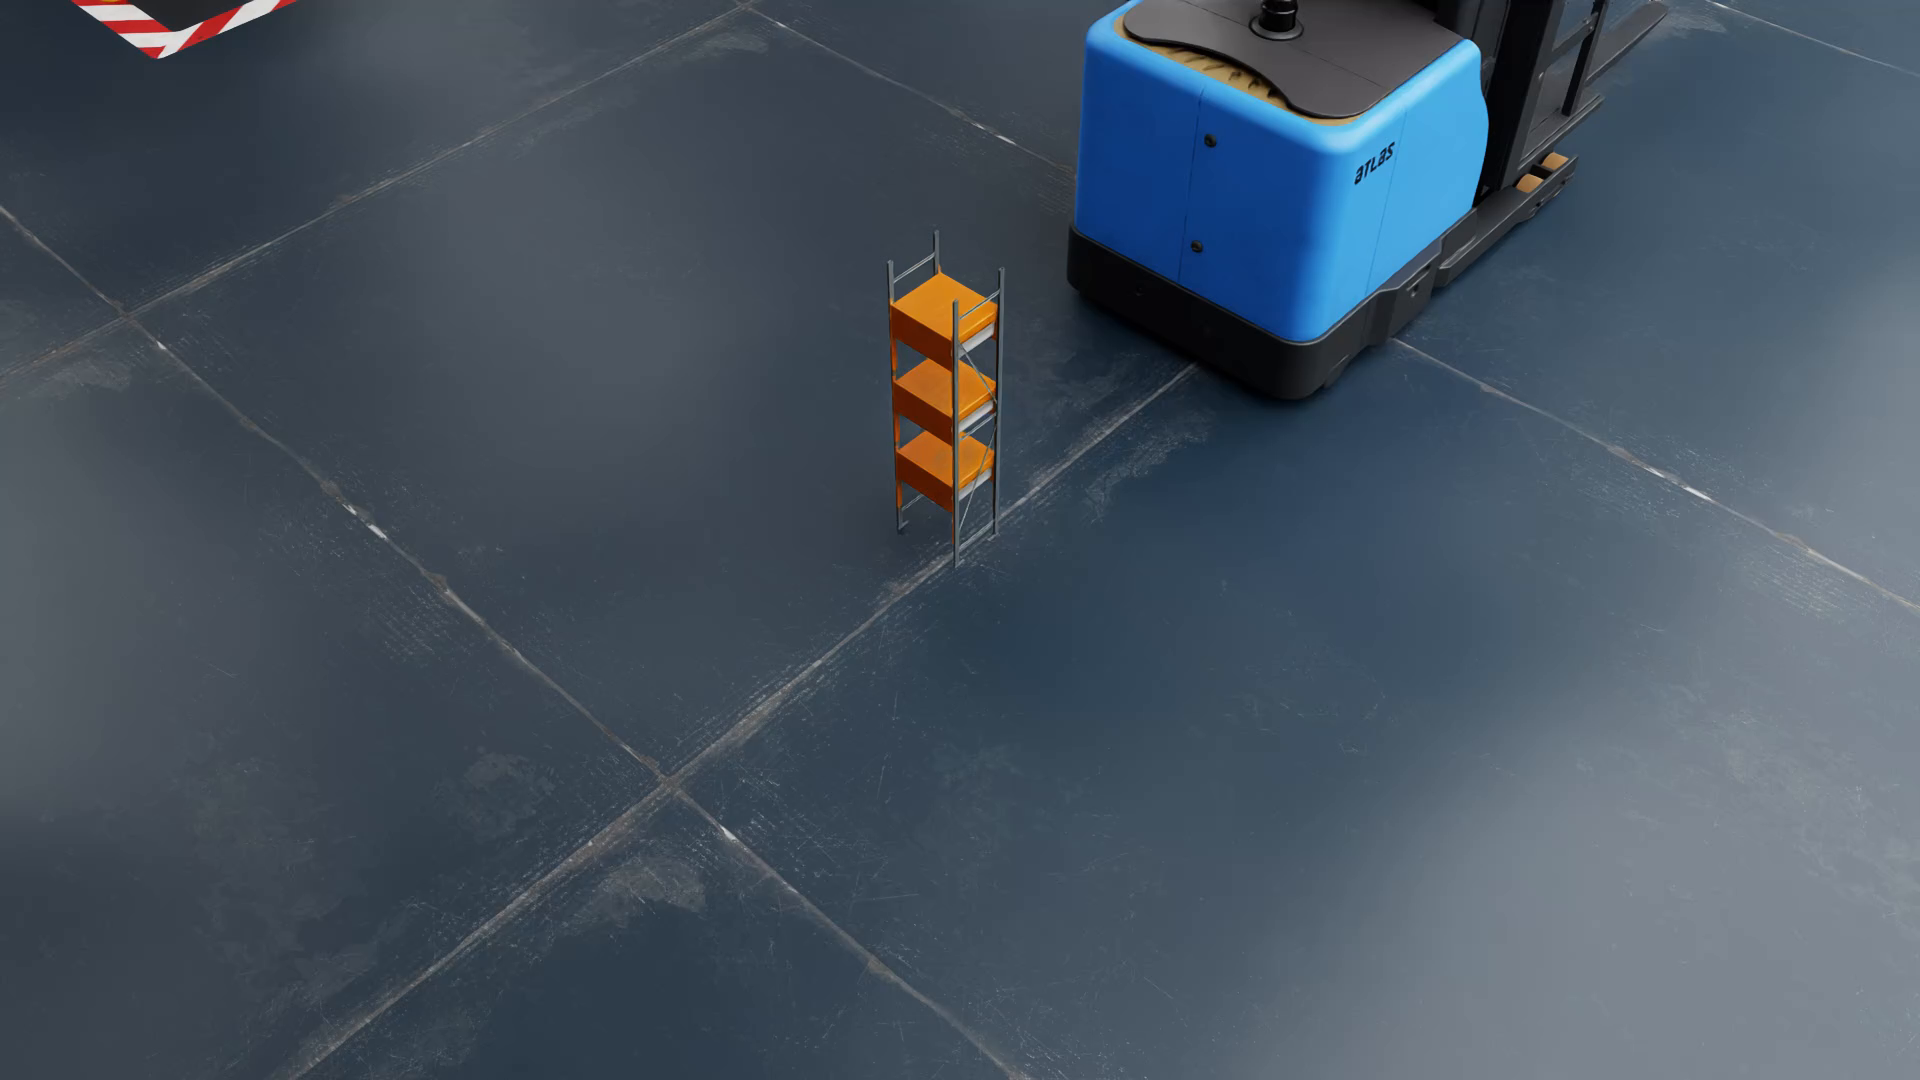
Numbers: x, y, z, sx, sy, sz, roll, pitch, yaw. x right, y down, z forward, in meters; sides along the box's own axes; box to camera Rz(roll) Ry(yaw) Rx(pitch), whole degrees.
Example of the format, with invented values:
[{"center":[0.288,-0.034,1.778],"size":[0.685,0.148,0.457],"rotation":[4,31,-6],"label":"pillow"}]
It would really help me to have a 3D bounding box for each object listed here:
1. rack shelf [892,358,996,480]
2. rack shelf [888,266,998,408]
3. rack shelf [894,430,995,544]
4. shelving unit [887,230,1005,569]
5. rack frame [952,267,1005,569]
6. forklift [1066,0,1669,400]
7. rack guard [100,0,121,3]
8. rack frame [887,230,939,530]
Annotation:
[{"center":[-0.039,-0.379,4.900],"size":[0.240,0.259,0.215],"rotation":[34,55,28],"label":"rack shelf"},{"center":[-0.039,-0.573,4.693],"size":[0.240,0.259,0.215],"rotation":[34,55,28],"label":"rack shelf"},{"center":[-0.039,-0.188,5.102],"size":[0.240,0.259,0.215],"rotation":[34,55,28],"label":"rack shelf"},{"center":[-0.039,-0.386,4.892],"size":[0.252,1.050,0.215],"rotation":[34,55,28],"label":"shelving unit"},{"center":[0.050,-0.326,4.835],"size":[0.008,1.050,0.200],"rotation":[34,55,28],"label":"rack frame"},{"center":[1.751,-2.467,5.556],"size":[1.130,2.935,3.031],"rotation":[34,55,27],"label":"forklift"},{"center":[-3.584,-2.985,7.710],"size":[0.348,0.500,1.175],"rotation":[34,55,28],"label":"rack guard"},{"center":[-0.129,-0.446,4.949],"size":[0.008,1.050,0.200],"rotation":[34,55,28],"label":"rack frame"}]
